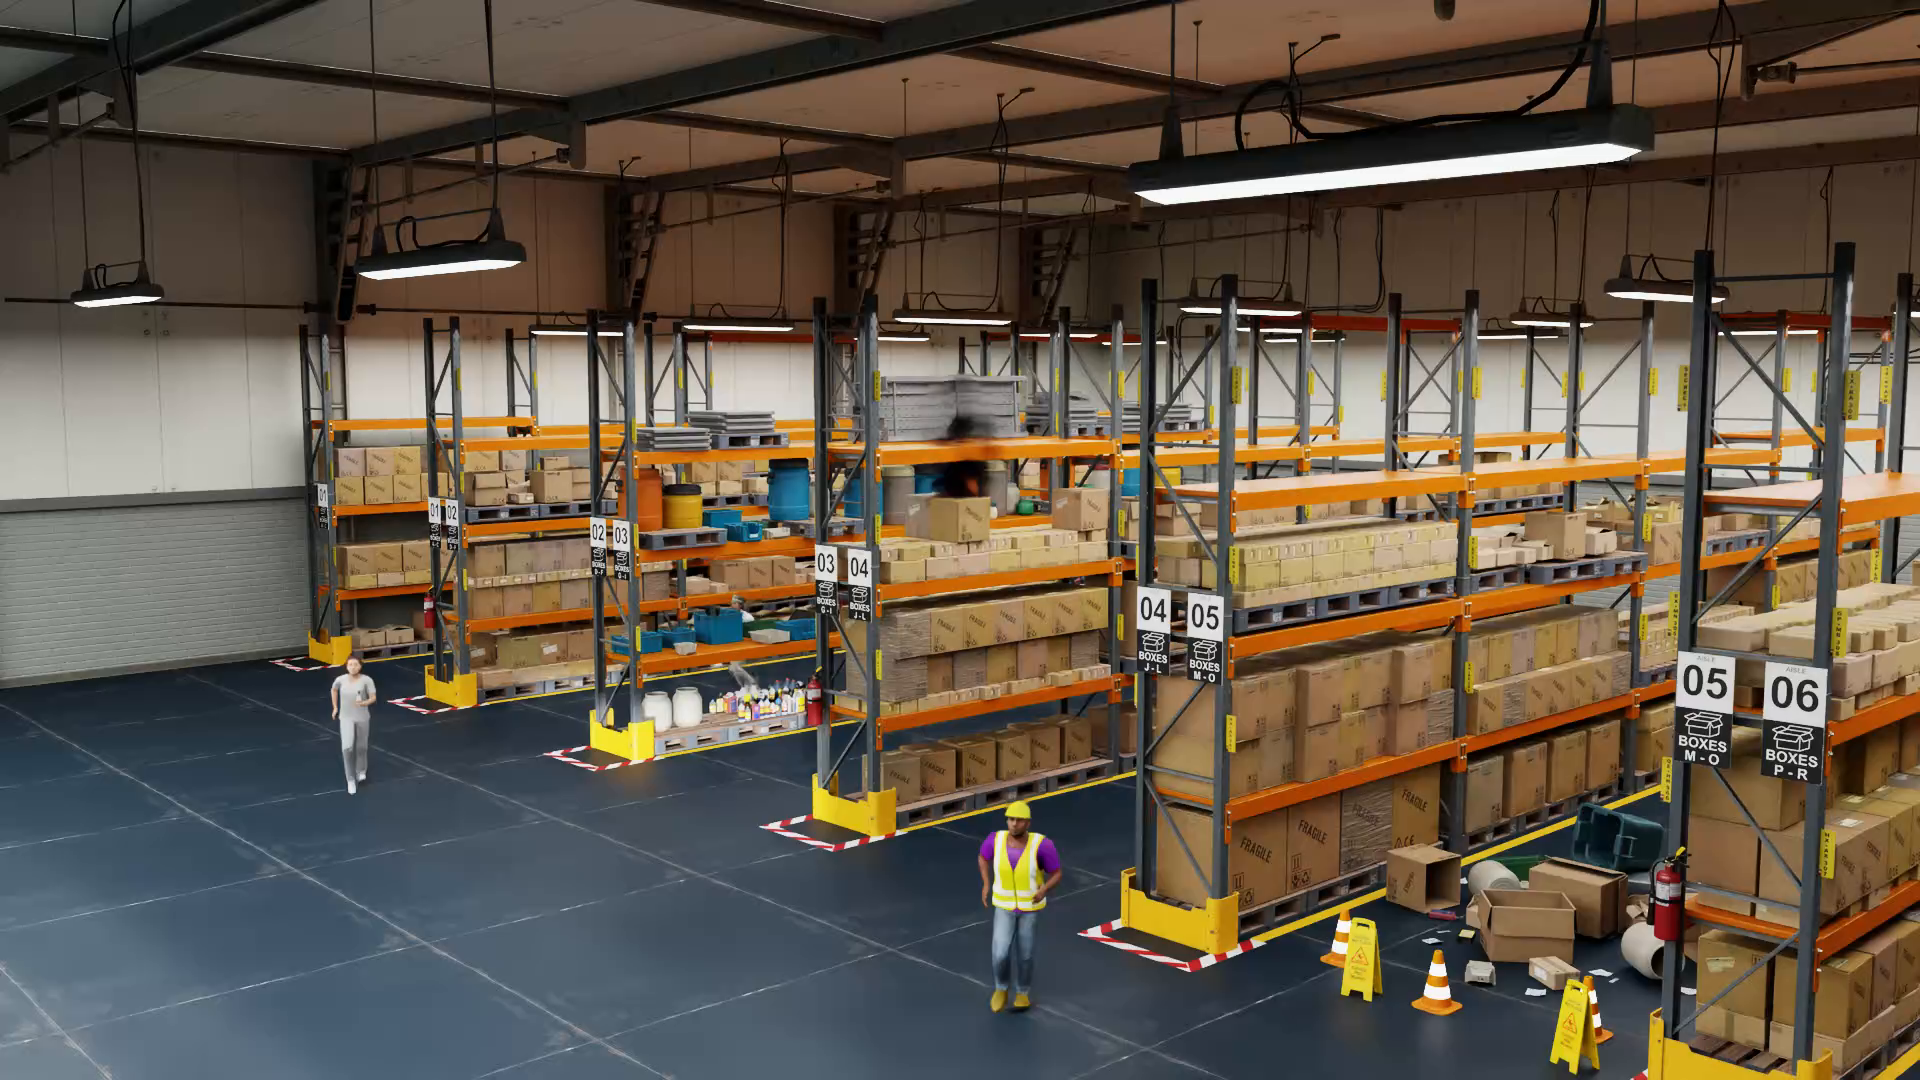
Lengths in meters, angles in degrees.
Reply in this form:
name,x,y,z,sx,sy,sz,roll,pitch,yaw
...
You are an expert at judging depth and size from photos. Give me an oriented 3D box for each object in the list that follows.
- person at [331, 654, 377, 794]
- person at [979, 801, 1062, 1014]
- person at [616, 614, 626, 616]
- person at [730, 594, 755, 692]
name,x,y,z,sx,sy,sz,roll,pitch,yaw
person,-7.491,2.261,20.584,0.528,1.714,0.816,-2,6,-19
person,0.466,2.951,13.317,0.697,1.753,0.672,1,6,7
person,-6.162,1.319,30.216,0.510,1.607,0.676,4,7,34
person,-3.537,1.681,26.319,0.589,1.648,0.528,5,8,40
